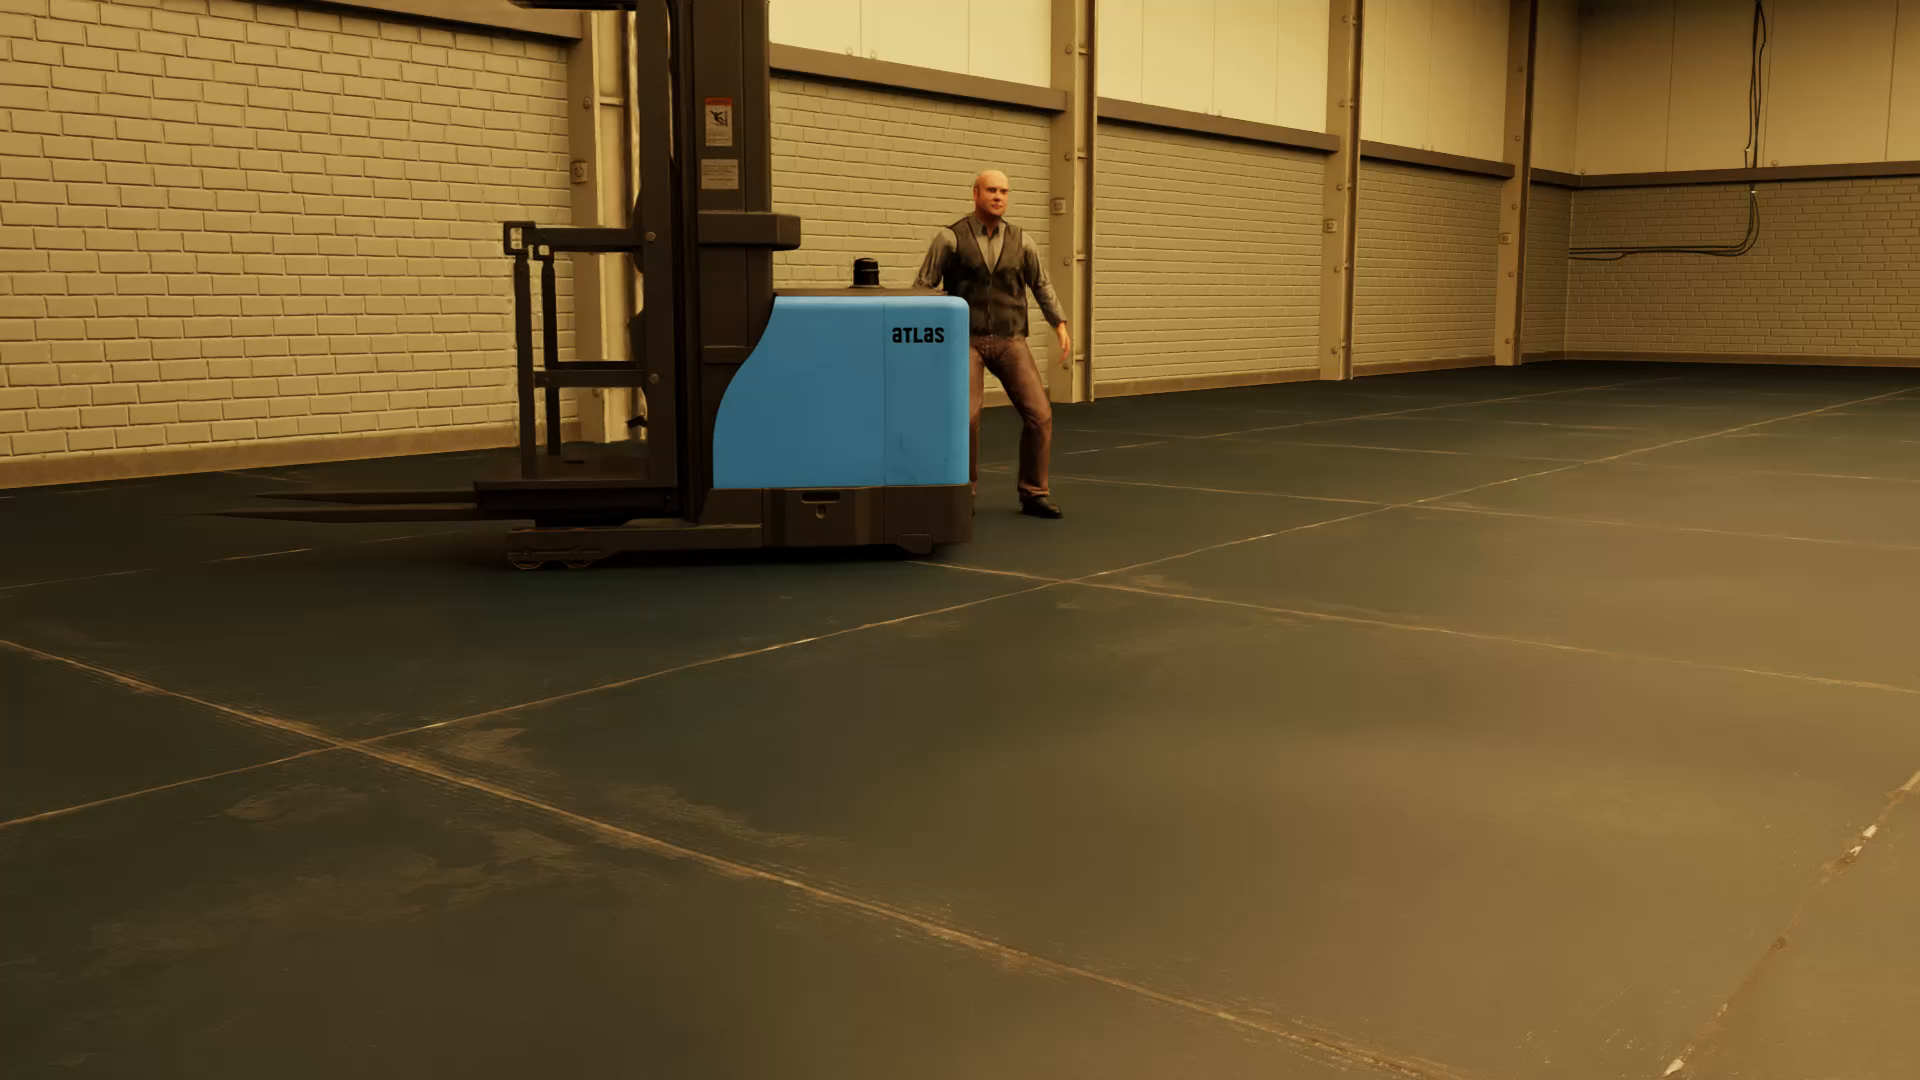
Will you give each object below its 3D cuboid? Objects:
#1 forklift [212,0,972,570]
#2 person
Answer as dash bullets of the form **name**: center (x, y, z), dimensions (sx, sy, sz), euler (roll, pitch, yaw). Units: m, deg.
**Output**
- **forklift**: center (-1.508, -1.413, 6.936), dimensions (3.031, 2.935, 1.130), euler (-1, 8, -8)
- **person**: center (0.147, -0.951, 8.144), dimensions (0.814, 1.688, 0.482), euler (-2, 9, -13)
